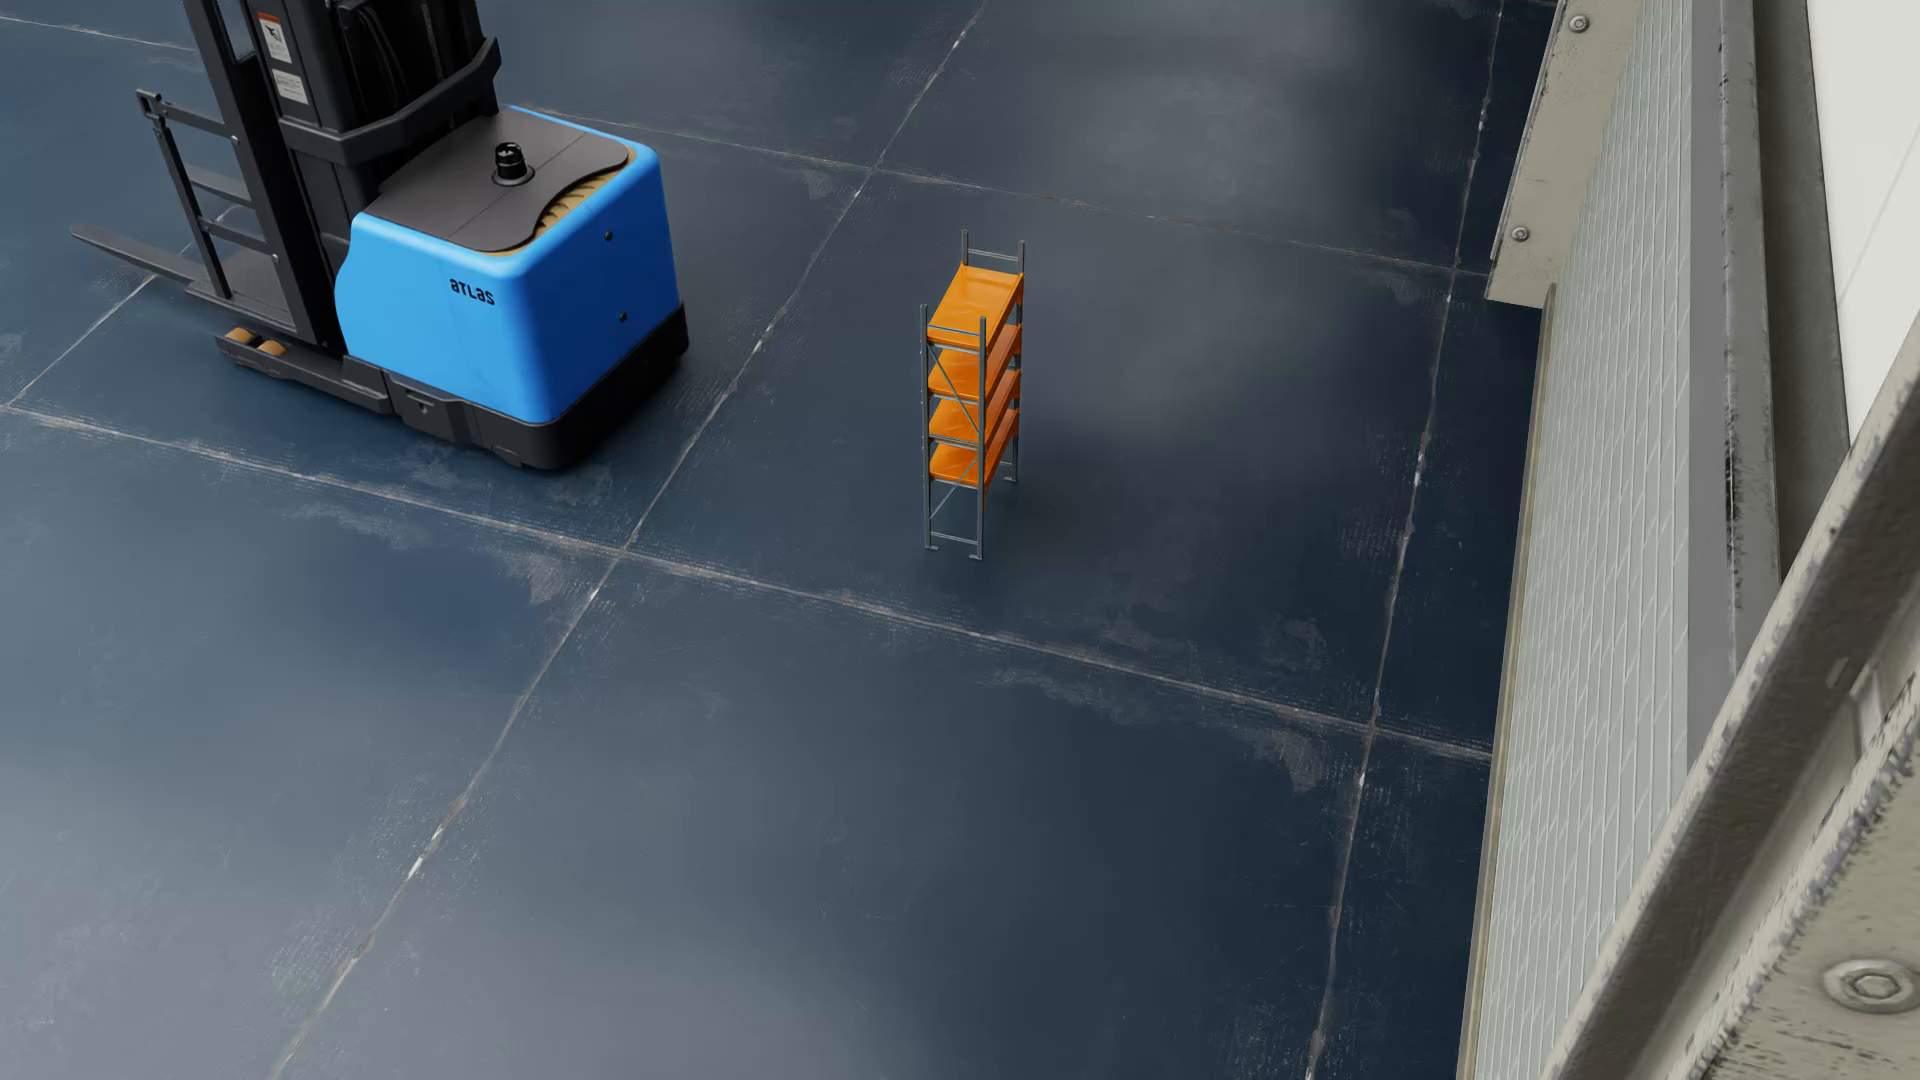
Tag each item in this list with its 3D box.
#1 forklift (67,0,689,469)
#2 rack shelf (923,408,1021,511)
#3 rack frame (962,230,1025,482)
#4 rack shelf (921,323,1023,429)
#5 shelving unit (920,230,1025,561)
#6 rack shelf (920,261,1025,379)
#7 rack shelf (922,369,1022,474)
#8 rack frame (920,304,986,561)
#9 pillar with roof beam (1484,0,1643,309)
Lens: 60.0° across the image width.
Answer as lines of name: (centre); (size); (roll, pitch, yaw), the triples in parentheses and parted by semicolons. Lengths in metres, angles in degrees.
forklift: (-2.776, -2.084, 6.784); (3.031, 2.935, 1.130); (20, 48, 20)
rack shelf: (0.050, -0.349, 6.629); (0.258, 0.148, 0.480); (13, 46, 13)
rack frame: (0.124, -0.702, 6.609); (0.240, 1.200, 0.015); (13, 46, 13)
rack shelf: (0.050, -0.651, 6.334); (0.258, 0.148, 0.480); (13, 46, 13)
shelving unit: (0.050, -0.539, 6.443); (0.258, 1.200, 0.503); (13, 46, 13)
rack shelf: (0.050, -0.820, 6.168); (0.258, 0.148, 0.480); (13, 46, 13)
rack shelf: (0.050, -0.491, 6.490); (0.258, 0.148, 0.480); (13, 46, 13)
rack frame: (-0.024, -0.377, 6.277); (0.240, 1.200, 0.015); (13, 46, 13)
pillar with roof beam: (-1.397, -5.379, 5.813); (9.100, 9.000, 0.400); (13, 46, 13)
